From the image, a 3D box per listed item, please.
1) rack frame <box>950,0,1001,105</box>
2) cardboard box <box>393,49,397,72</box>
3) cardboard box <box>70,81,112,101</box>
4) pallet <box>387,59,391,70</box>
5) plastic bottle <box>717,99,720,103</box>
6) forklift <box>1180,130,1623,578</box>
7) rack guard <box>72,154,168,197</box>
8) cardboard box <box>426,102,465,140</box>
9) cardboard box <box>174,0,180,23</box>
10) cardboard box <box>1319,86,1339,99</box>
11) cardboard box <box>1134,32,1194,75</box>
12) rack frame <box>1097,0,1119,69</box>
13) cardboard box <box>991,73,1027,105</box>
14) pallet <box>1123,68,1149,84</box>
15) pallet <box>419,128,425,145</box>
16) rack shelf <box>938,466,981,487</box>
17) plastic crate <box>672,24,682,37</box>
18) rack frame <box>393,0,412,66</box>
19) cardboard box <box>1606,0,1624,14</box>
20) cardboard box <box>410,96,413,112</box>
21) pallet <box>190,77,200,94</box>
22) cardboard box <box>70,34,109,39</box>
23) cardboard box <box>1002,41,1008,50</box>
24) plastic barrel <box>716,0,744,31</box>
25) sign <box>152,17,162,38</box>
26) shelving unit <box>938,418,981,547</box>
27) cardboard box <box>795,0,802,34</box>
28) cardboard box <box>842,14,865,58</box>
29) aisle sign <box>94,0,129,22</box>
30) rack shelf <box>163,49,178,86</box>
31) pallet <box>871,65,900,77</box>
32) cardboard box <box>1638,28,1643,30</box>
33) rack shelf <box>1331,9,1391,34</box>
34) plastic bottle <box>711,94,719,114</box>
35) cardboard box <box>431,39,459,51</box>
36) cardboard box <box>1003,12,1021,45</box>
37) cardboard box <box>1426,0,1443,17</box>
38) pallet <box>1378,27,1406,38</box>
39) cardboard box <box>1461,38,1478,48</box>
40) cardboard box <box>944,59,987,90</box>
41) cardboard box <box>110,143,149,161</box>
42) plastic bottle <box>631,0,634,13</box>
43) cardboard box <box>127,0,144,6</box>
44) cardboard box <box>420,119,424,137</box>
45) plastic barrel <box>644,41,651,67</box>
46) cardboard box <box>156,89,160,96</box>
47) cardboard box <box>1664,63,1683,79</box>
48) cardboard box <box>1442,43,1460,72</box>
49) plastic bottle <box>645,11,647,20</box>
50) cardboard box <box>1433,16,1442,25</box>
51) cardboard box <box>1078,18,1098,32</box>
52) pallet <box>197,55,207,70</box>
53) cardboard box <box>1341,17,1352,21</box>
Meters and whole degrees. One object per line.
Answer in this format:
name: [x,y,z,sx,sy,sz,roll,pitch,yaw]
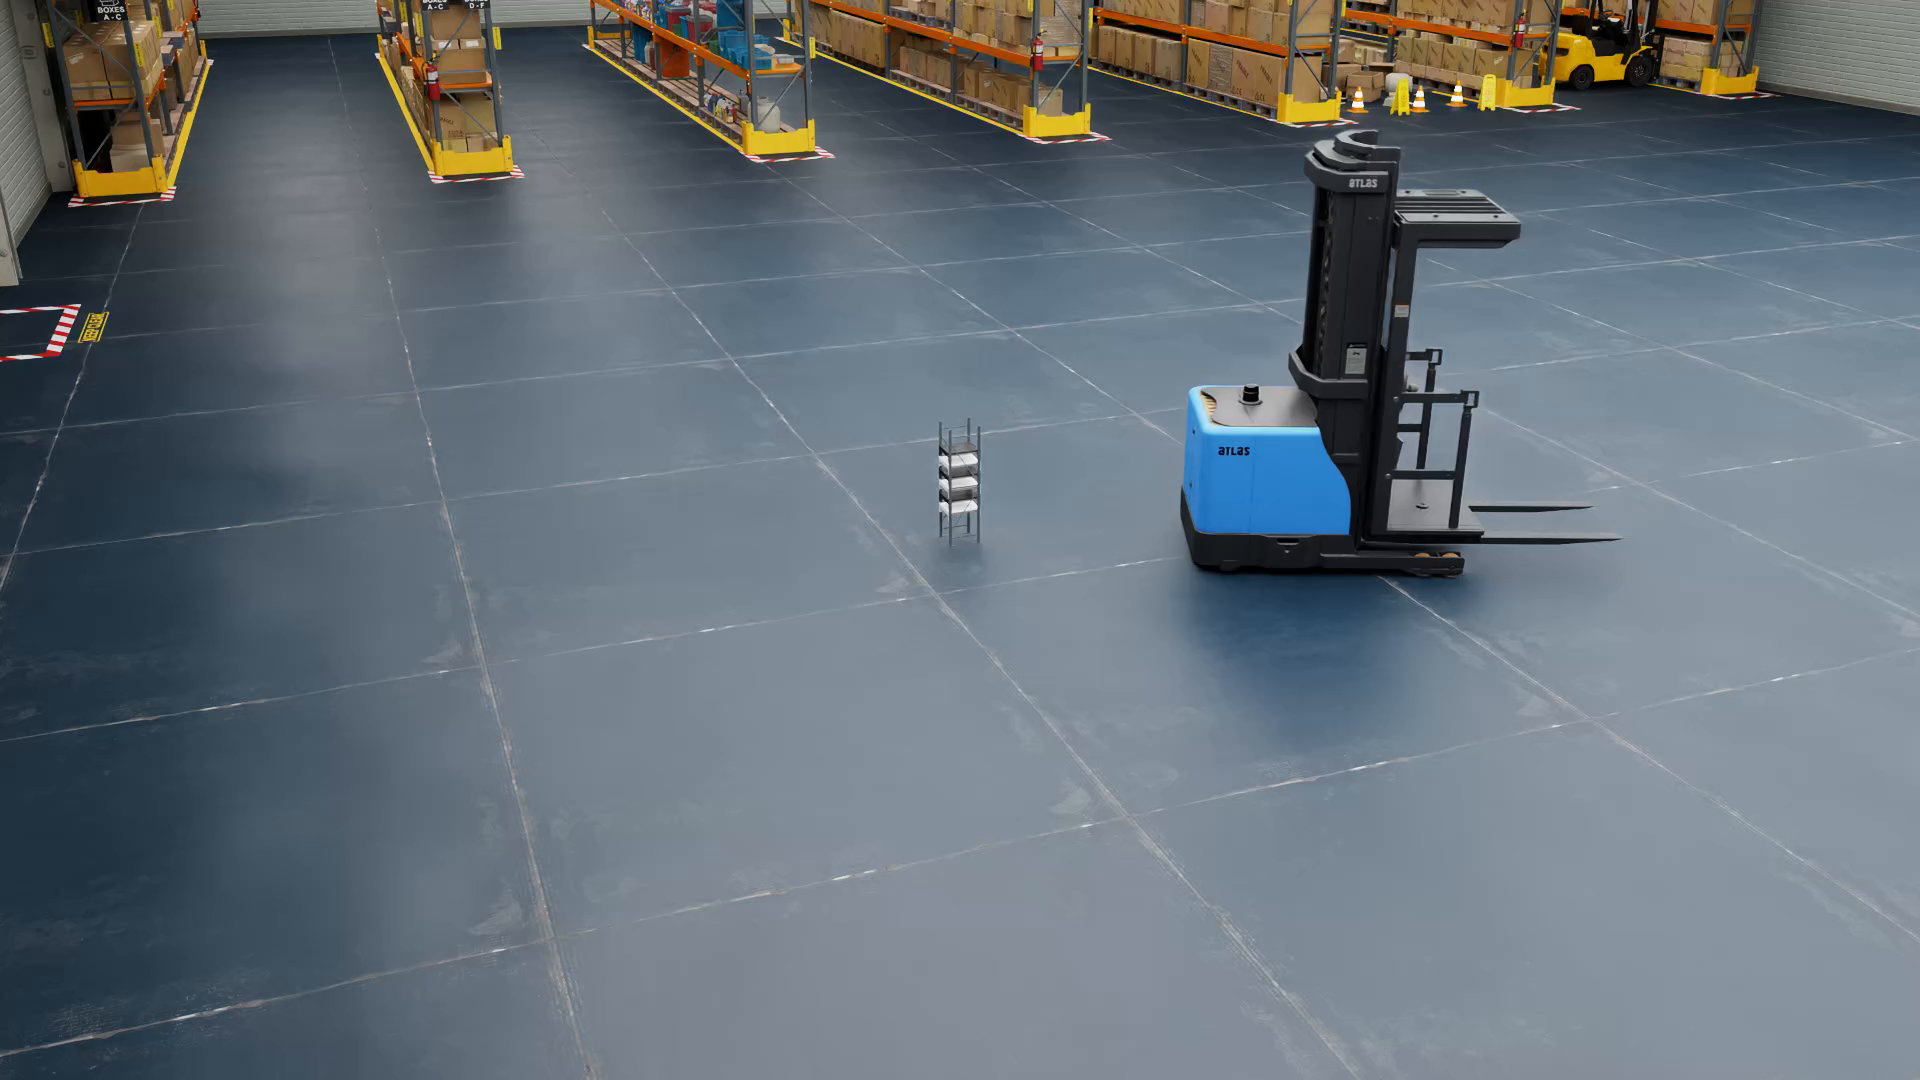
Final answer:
rack frame: [0.303,-9.923,31.931,1.000,3.000,0.127,-8,24,-19]
cardboard box: [-11.651,-10.121,35.053,0.500,0.500,0.500,-8,24,-18]
cardboard box: [-12.533,-6.514,24.010,0.500,0.250,0.500,-8,24,-18]
pallet: [-12.469,-10.880,37.793,1.003,0.211,1.213,-8,24,-19]
plastic bottle: [-4.280,-7.722,29.655,0.097,0.271,0.097,0,23,0]
forklift: [3.161,-1.298,11.556,3.031,2.935,1.130,0,23,1]
rack guard: [-12.213,-5.306,24.196,1.175,0.500,0.348,-8,24,-19]
cardboard box: [-8.021,-6.538,25.933,0.500,0.500,0.500,-8,24,-19]
cardboard box: [-15.486,-10.302,32.292,0.500,0.500,0.500,-8,24,-17]
cardboard box: [7.309,-8.935,33.107,0.396,0.266,0.258,-4,23,-10]
cardboard box: [4.338,-10.288,35.153,1.050,0.750,0.750,-8,24,-19]
rack frame: [3.565,-12.020,36.907,1.000,3.000,0.127,-8,24,-19]
cardboard box: [0.909,-8.392,30.976,0.500,0.500,0.500,-11,25,-24]
pallet: [4.201,-9.996,35.694,1.003,0.211,1.213,-8,24,-19]
pallet: [-8.725,-6.985,28.552,1.003,0.211,1.213,-8,24,-19]
rack shelf: [-0.003,-0.470,12.060,0.258,0.077,0.200,-8,24,-19]
plastic crate: [-5.210,-9.740,31.769,0.450,0.188,0.662,-8,24,-19]
rack frame: [-10.379,-10.018,32.158,1.000,3.000,0.127,-8,24,-19]
cardboard box: [14.328,-11.627,35.845,0.500,0.500,0.500,-8,24,-18]
cardboard box: [-9.742,-7.972,30.302,0.500,0.250,0.500,-8,24,-18]
pallet: [-16.082,-9.236,33.891,1.003,0.211,1.213,-8,24,-19]
cardboard box: [-12.907,-7.230,24.743,0.500,0.500,0.500,-9,24,-20]
cardboard box: [0.965,-8.881,29.782,0.380,0.149,0.250,-8,24,-19]
plastic barrel: [-4.184,-9.656,30.653,0.600,0.901,0.708,-8,24,-19]
sign: [-13.094,-8.360,27.109,0.100,0.325,0.005,-8,24,-19]
shelving unit: [-0.003,-0.418,12.082,0.258,0.900,0.210,-8,24,-19]
cardboard box: [-3.636,-13.276,42.081,0.875,0.875,0.875,-8,24,-19]
cardboard box: [-1.962,-11.490,37.843,1.225,0.875,0.875,-9,25,-21]
aisle sign: [-11.880,-7.644,23.176,0.394,0.787,0.004,-8,24,-19]
rack shelf: [-14.306,-8.279,28.957,1.077,0.370,4.000,-8,24,-19]
pallet: [-1.319,-10.388,36.625,1.003,0.211,1.213,-8,24,-19]
cardboard box: [14.764,-11.018,36.241,0.500,0.250,0.500,-9,24,-20]
rack shelf: [8.867,-11.678,37.021,1.077,0.370,4.000,-8,24,-19]
plastic bottle: [-4.367,-7.807,29.754,0.144,0.351,0.185,-9,25,-21]
cardboard box: [-7.867,-7.569,25.383,0.380,0.149,0.250,-9,24,-20]
cardboard box: [1.258,-9.021,29.281,0.875,0.500,0.500,-8,24,-19]
cardboard box: [9.833,-10.904,33.747,0.500,0.500,0.500,-9,24,-19]
pallet: [11.712,-13.296,43.525,1.003,0.211,1.213,-8,24,-19]
cardboard box: [10.181,-9.871,33.008,0.380,0.149,0.250,-8,24,-18]
cardboard box: [0.106,-9.200,32.867,0.700,0.500,0.500,-10,25,-23]
cardboard box: [-12.548,-5.865,25.199,0.500,0.311,0.500,-6,24,-15]
plastic bottle: [-7.023,-11.536,35.918,0.152,0.276,0.135,-8,24,-19]
cardboard box: [-14.735,-9.649,29.751,0.380,0.149,0.250,-13,26,-28]
cardboard box: [-8.743,-6.917,27.798,0.500,0.250,0.500,-8,24,-19]
plastic barrel: [-6.615,-10.523,36.016,0.421,0.512,0.421,0,23,0]
cardboard box: [-14.247,-7.572,29.005,0.700,0.500,0.500,-8,24,-18]
cardboard box: [15.001,-9.747,34.514,0.500,0.250,0.500,-8,24,-19]
cardboard box: [10.100,-9.730,33.507,0.500,0.500,0.500,-9,24,-20]
plastic bottle: [-6.495,-10.928,34.571,0.097,0.201,0.097,0,23,0]
cardboard box: [9.828,-10.542,33.724,0.380,0.149,0.250,-8,24,-19]
cardboard box: [2.890,-11.802,38.101,0.500,0.250,0.500,-8,24,-18]
pallet: [-17.483,-10.679,37.316,1.003,0.211,1.213,-8,24,-19]
cardboard box: [10.736,-14.438,45.322,0.700,0.500,0.500,-9,25,-21]
